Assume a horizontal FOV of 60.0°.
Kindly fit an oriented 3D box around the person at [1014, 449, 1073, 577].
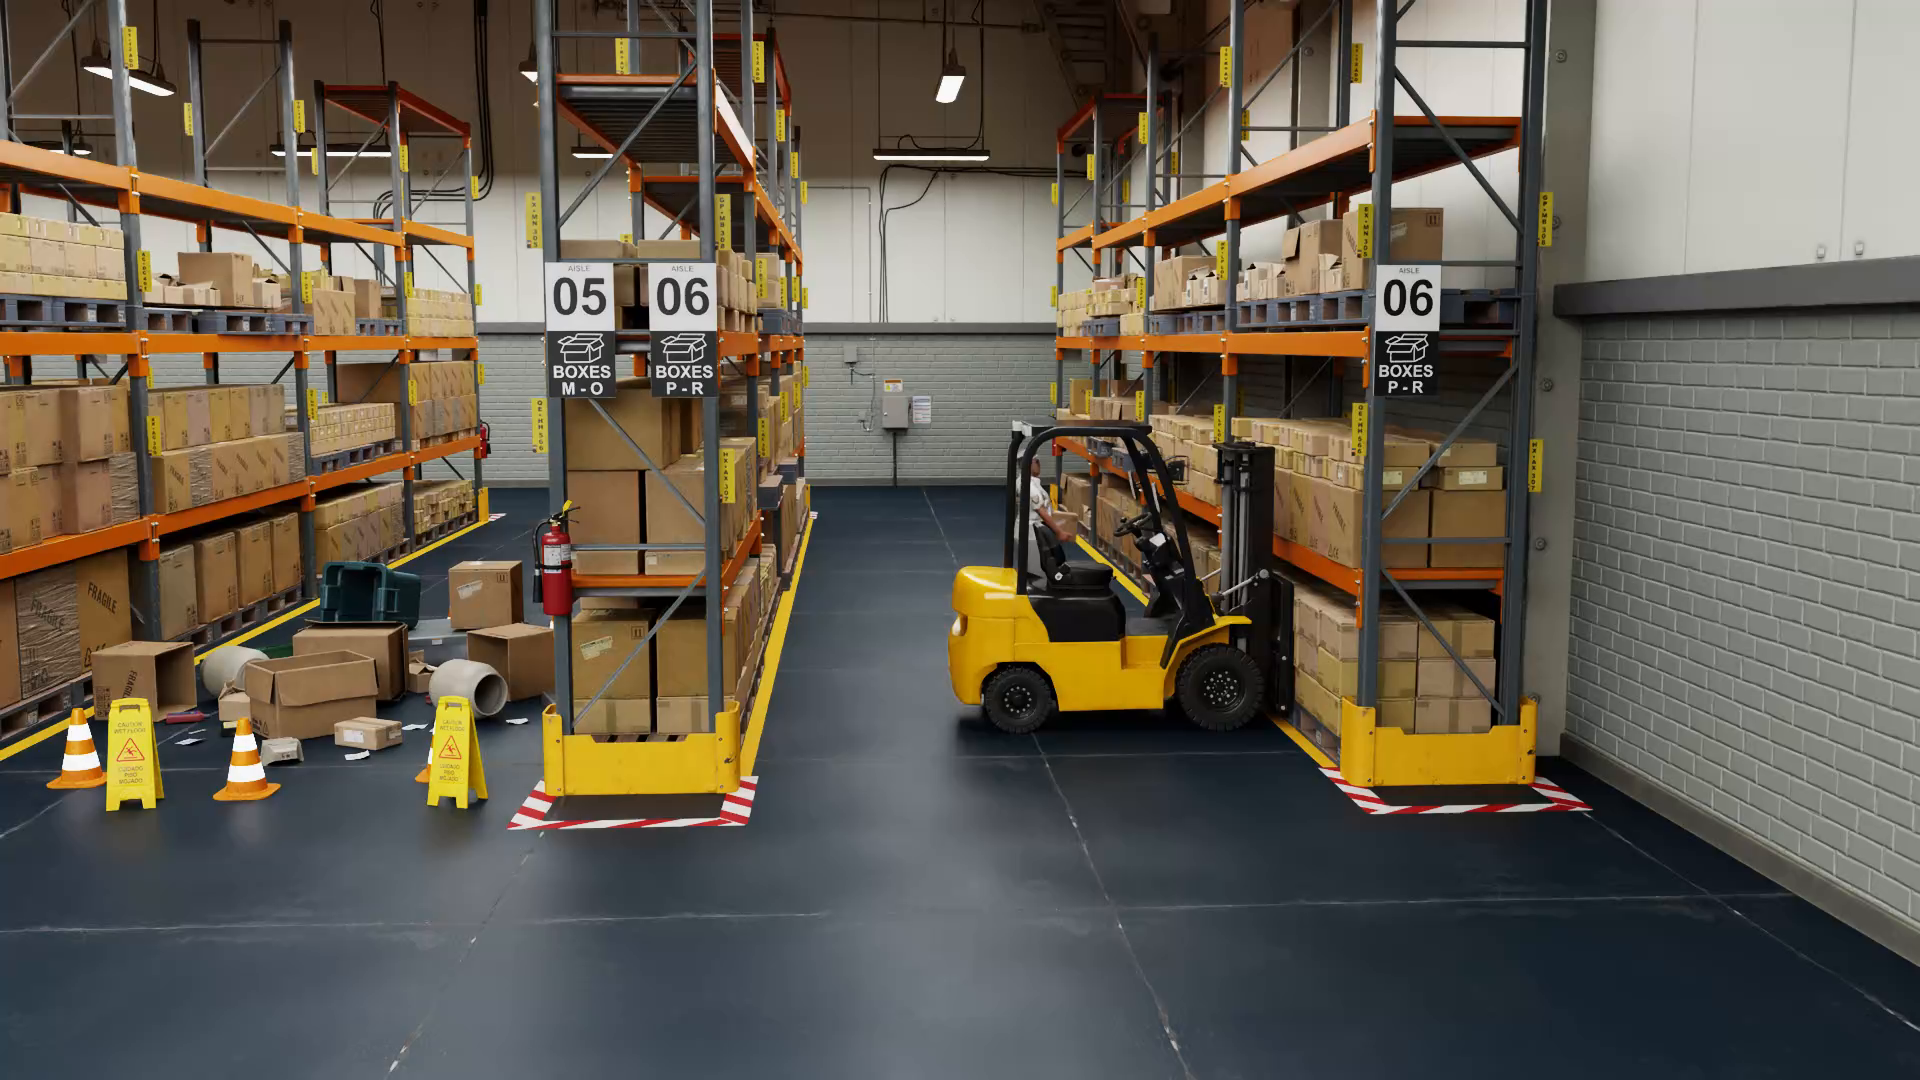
[{"bbox_3d":[0.768,-0.008,15.668,0.561,1.773,0.509,0,7,-4],"label":"person"}]
